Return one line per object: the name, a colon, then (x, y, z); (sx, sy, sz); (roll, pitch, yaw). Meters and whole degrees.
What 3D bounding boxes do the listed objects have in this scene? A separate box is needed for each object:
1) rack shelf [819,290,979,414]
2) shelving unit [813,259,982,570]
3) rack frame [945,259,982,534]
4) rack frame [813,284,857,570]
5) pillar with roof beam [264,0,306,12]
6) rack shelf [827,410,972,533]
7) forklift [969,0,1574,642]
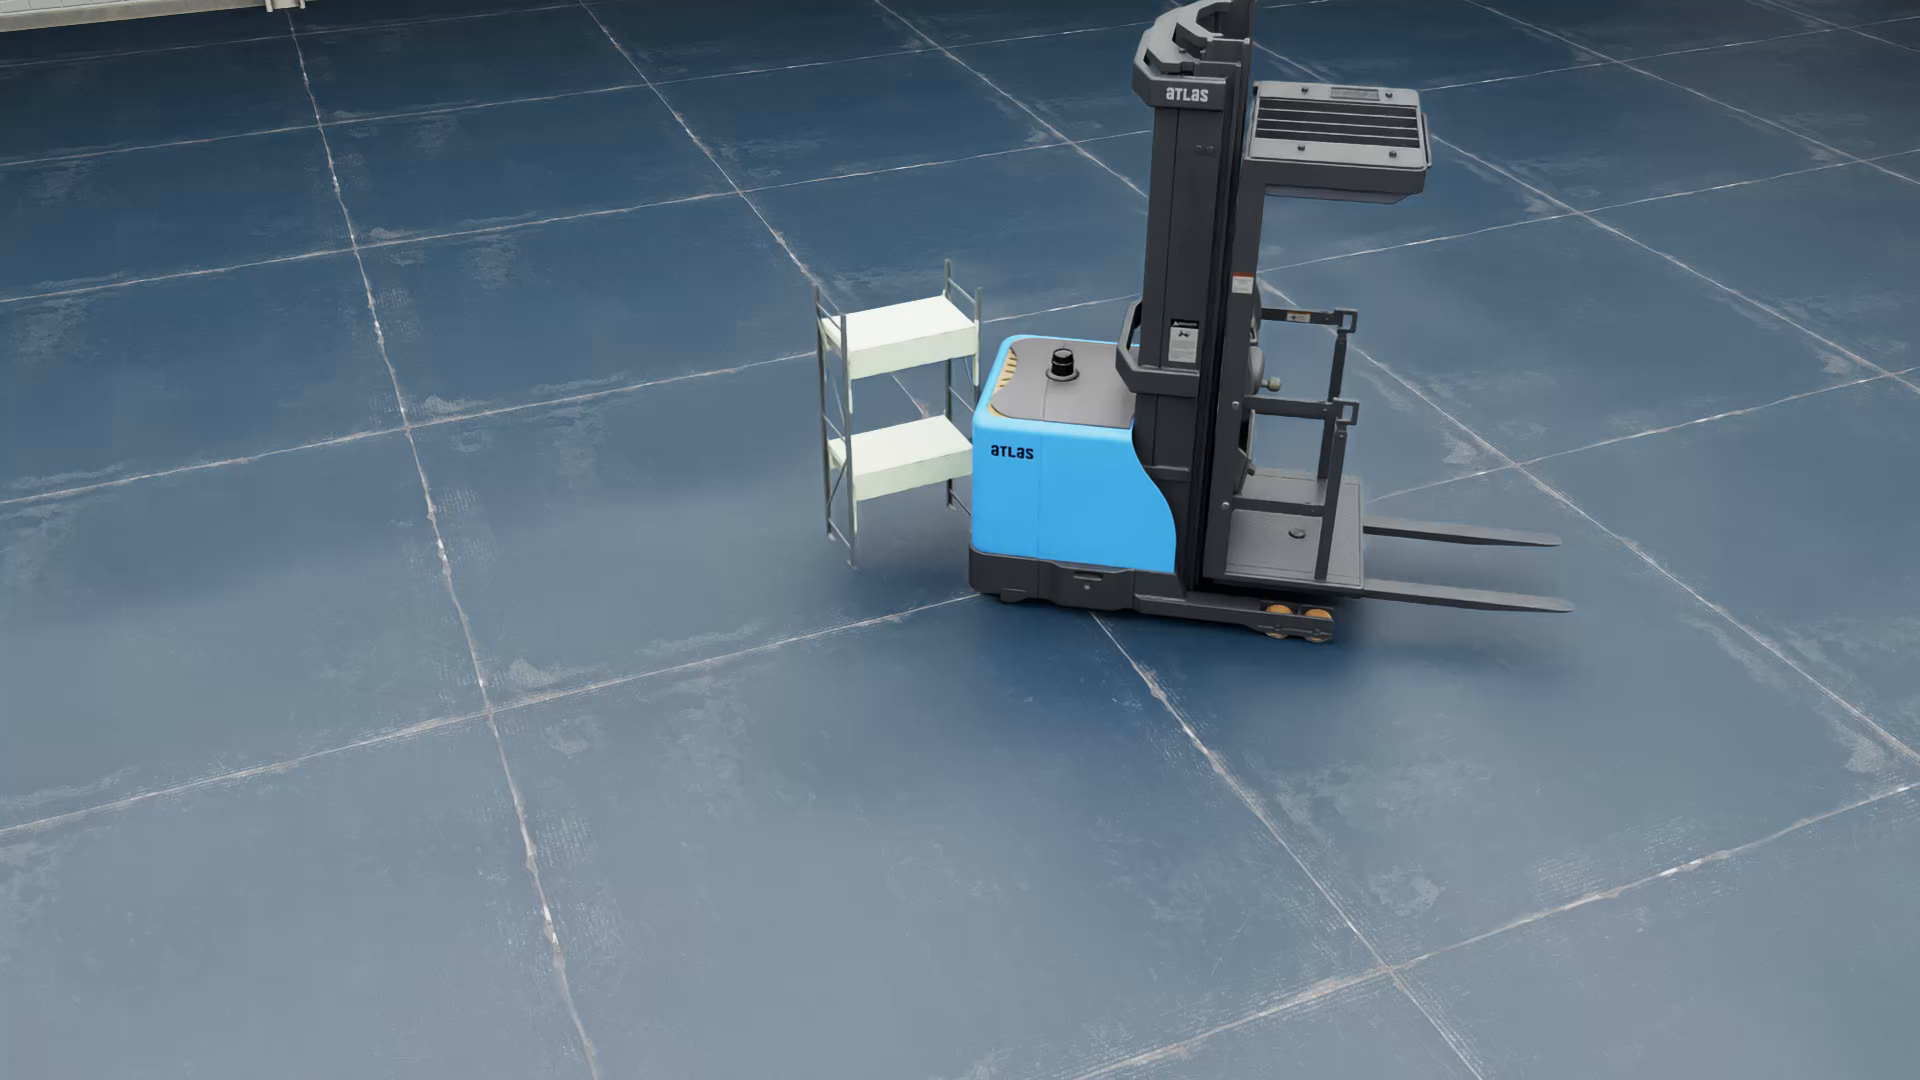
rack shelf: (-0.316, -0.978, 8.580); (0.720, 0.370, 0.431); (-14, 36, -21)
shelving unit: (-0.316, -0.650, 8.793); (0.755, 1.500, 0.431); (-14, 36, -21)
rack frame: (0.015, -0.735, 8.922); (0.023, 1.500, 0.400); (-14, 36, -21)
rack frame: (-0.648, -0.566, 8.663); (0.023, 1.500, 0.400); (-14, 36, -21)
pillar with roof beam: (-5.674, -7.416, 12.314); (0.400, 9.000, 9.100); (-13, 35, -19)
rack shelf: (-0.316, -0.377, 8.970); (0.720, 0.370, 0.431); (-14, 36, -21)
forklift: (1.615, -1.029, 8.063); (3.031, 2.935, 1.130); (6, 34, 9)
